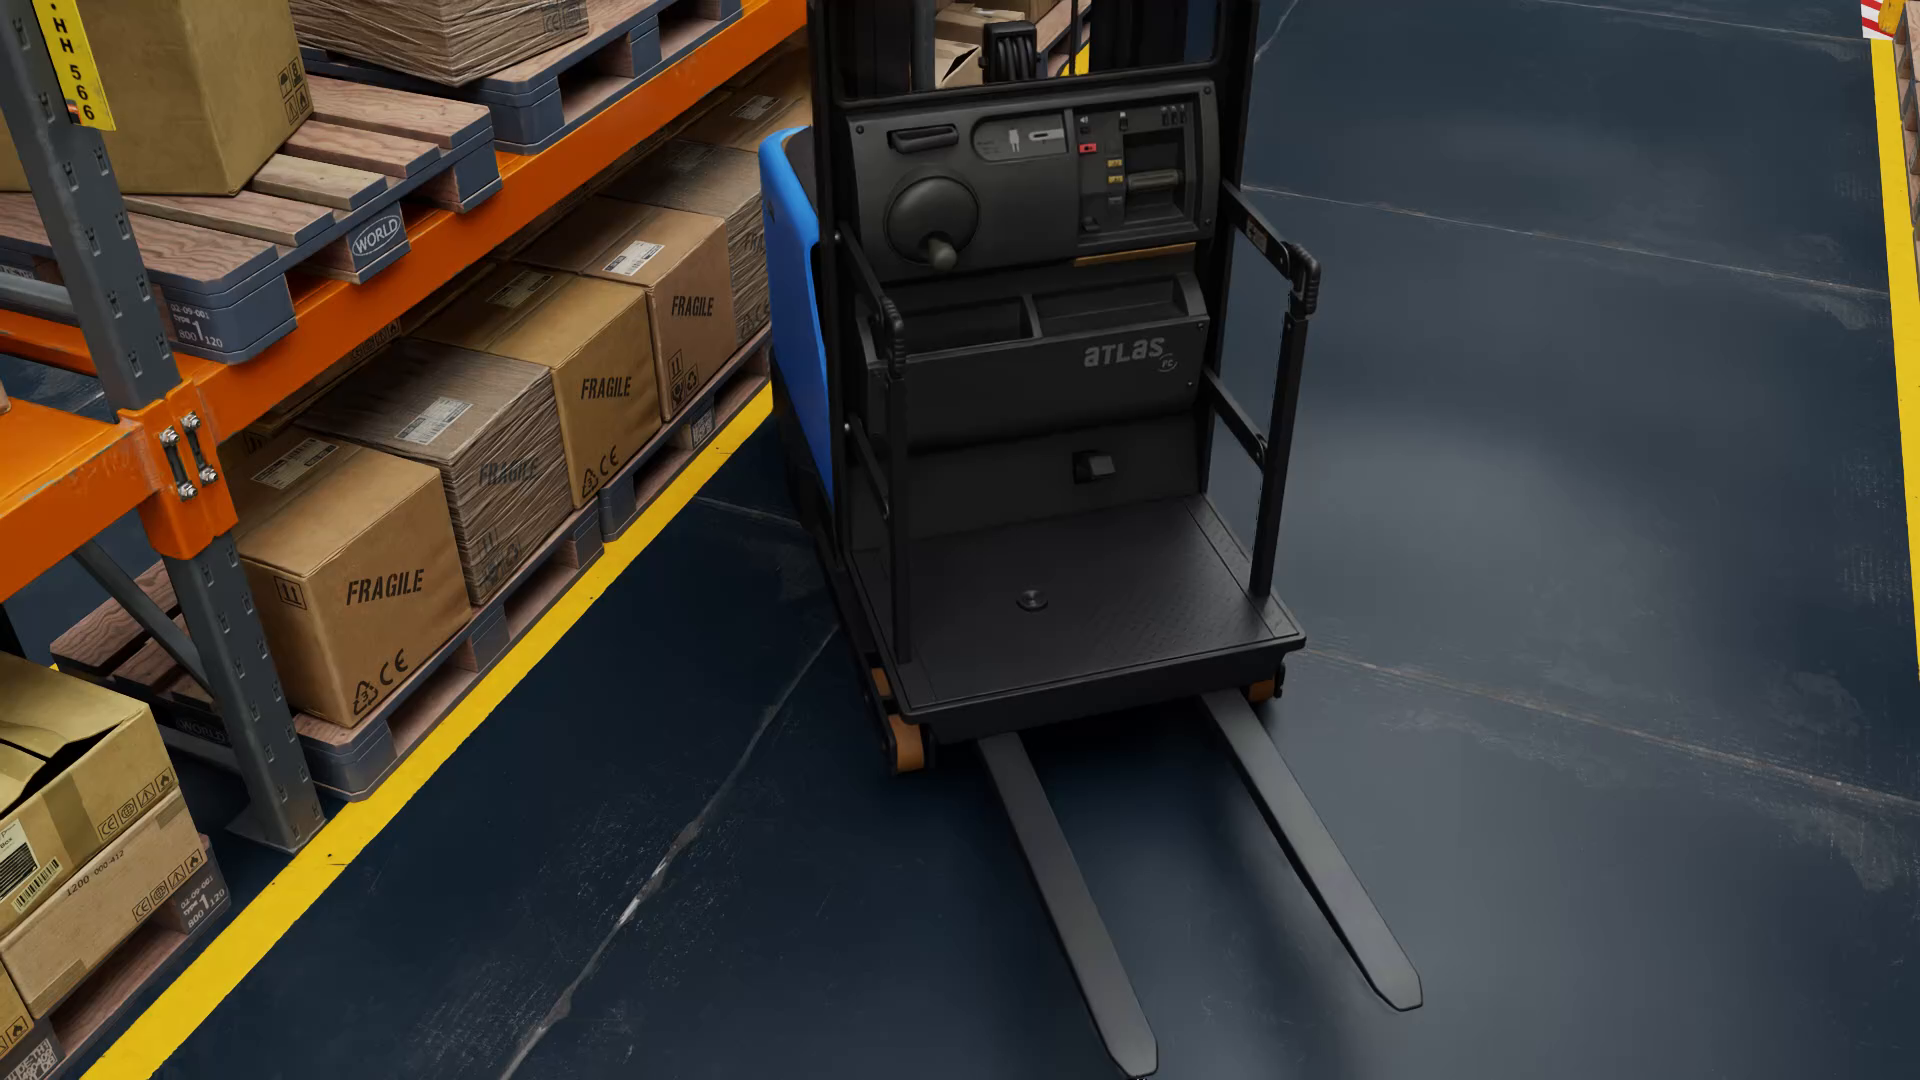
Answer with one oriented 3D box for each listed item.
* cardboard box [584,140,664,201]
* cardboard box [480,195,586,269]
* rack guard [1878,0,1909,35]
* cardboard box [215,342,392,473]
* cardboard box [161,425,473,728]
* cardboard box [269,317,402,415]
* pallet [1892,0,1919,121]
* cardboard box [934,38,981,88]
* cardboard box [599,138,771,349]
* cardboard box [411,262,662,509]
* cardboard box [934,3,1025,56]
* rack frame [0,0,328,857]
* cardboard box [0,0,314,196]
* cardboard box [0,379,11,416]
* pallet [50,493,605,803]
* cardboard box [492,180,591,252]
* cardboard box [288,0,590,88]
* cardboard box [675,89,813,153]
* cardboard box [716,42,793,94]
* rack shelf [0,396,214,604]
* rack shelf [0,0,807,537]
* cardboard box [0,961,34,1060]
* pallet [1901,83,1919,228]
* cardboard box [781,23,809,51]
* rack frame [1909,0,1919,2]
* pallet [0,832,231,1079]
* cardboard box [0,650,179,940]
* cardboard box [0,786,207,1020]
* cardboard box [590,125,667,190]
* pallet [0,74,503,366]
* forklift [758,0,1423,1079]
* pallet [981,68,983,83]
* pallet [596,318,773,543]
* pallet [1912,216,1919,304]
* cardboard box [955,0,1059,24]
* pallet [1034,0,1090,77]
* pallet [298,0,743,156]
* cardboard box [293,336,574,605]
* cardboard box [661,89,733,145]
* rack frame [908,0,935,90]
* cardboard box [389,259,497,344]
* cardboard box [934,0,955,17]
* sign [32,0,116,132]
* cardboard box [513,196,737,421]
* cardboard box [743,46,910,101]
[{"bbox_3d":[-1.388,-1.157,6.013,0.500,0.500,0.500,14,39,18],"label":"cardboard box"},{"bbox_3d":[-1.581,-0.877,5.638,0.500,0.500,0.500,12,39,16],"label":"cardboard box"},{"bbox_3d":[5.510,-2.866,8.667,1.175,0.500,0.348,14,39,18],"label":"rack guard"},{"bbox_3d":[-1.972,-0.299,4.864,0.500,0.500,0.500,15,39,20],"label":"cardboard box"},{"bbox_3d":[-1.673,0.086,4.350,0.500,0.500,0.500,15,39,20],"label":"cardboard box"},{"bbox_3d":[-1.954,-0.631,4.683,0.500,0.250,0.500,15,39,19],"label":"cardboard box"},{"bbox_3d":[5.163,-2.287,8.133,1.003,0.211,1.213,14,39,18],"label":"pallet"},{"bbox_3d":[-0.229,-2.049,7.365,0.500,0.311,0.500,14,39,18],"label":"cardboard box"},{"bbox_3d":[-0.898,-1.054,5.875,0.500,0.500,0.500,14,39,18],"label":"cardboard box"},{"bbox_3d":[-1.284,-0.482,5.110,0.500,0.500,0.500,13,39,17],"label":"cardboard box"},{"bbox_3d":[0.091,-2.473,8.052,0.380,0.166,0.250,14,39,18],"label":"cardboard box"},{"bbox_3d":[-2.111,-0.552,3.484,1.000,3.000,0.127,14,39,18],"label":"rack frame"},{"bbox_3d":[-1.975,-1.135,3.829,0.700,0.500,0.500,2,37,2],"label":"cardboard box"},{"bbox_3d":[-2.289,-0.325,3.254,0.500,0.311,0.500,16,40,21],"label":"cardboard box"},{"bbox_3d":[-1.791,0.160,4.860,1.003,0.211,1.213,14,39,18],"label":"pallet"},{"bbox_3d":[-1.569,-1.199,5.442,0.500,0.250,0.500,13,39,17],"label":"cardboard box"},{"bbox_3d":[-1.451,-1.598,4.448,0.700,0.500,0.500,21,42,26],"label":"cardboard box"},{"bbox_3d":[-0.707,-1.332,6.247,0.500,0.500,0.500,14,39,18],"label":"cardboard box"},{"bbox_3d":[-0.998,-1.730,6.779,0.500,0.500,0.500,12,38,16],"label":"cardboard box"},{"bbox_3d":[-2.872,0.843,2.217,1.077,0.370,4.000,14,39,18],"label":"rack shelf"},{"bbox_3d":[-1.350,-1.372,5.180,1.077,0.370,4.000,14,39,18],"label":"rack shelf"},{"bbox_3d":[-2.278,1.014,3.334,0.500,0.250,0.500,13,39,17],"label":"cardboard box"},{"bbox_3d":[4.697,-1.613,7.232,1.003,0.211,1.213,14,39,18],"label":"pallet"},{"bbox_3d":[-0.634,-2.322,7.572,0.500,0.500,0.500,14,39,18],"label":"cardboard box"},{"bbox_3d":[5.513,-3.851,7.897,1.000,3.000,0.127,14,39,18],"label":"rack frame"},{"bbox_3d":[-2.460,1.011,3.720,1.003,0.211,1.213,14,39,18],"label":"pallet"},{"bbox_3d":[-2.082,0.502,3.550,0.500,0.311,0.500,15,39,19],"label":"cardboard box"},{"bbox_3d":[-2.085,0.728,3.717,0.500,0.250,0.500,15,39,19],"label":"cardboard box"},{"bbox_3d":[-1.378,-1.476,5.814,0.500,0.250,0.500,14,39,18],"label":"cardboard box"},{"bbox_3d":[-1.918,-0.867,4.064,1.213,0.211,1.003,14,39,18],"label":"pallet"},{"bbox_3d":[0.254,-0.820,3.898,1.130,2.935,3.031,-10,38,-13],"label":"forklift"},{"bbox_3d":[-0.326,-2.030,7.790,1.003,0.211,1.213,14,39,18],"label":"pallet"},{"bbox_3d":[-1.326,-0.513,5.760,1.003,0.211,1.213,14,39,18],"label":"pallet"},{"bbox_3d":[4.235,-0.936,6.325,1.003,0.211,1.213,14,39,18],"label":"pallet"},{"bbox_3d":[0.122,-2.985,8.455,0.797,0.503,0.637,14,39,18],"label":"cardboard box"},{"bbox_3d":[0.136,-2.708,8.697,1.003,0.211,1.213,14,39,18],"label":"pallet"},{"bbox_3d":[-1.375,-1.553,4.983,1.003,0.211,1.213,14,39,18],"label":"pallet"},{"bbox_3d":[-1.479,-0.205,4.740,0.500,0.500,0.500,12,39,16],"label":"cardboard box"},{"bbox_3d":[-1.191,-1.432,6.381,0.500,0.500,0.500,14,39,18],"label":"cardboard box"},{"bbox_3d":[-0.589,-2.767,6.446,1.000,3.000,0.127,14,39,18],"label":"rack frame"},{"bbox_3d":[-1.775,-0.585,5.248,0.500,0.500,0.500,12,39,16],"label":"cardboard box"},{"bbox_3d":[-0.349,-2.662,8.184,0.500,0.311,0.500,14,39,18],"label":"cardboard box"},{"bbox_3d":[-1.596,-0.891,2.970,0.100,0.325,0.005,14,39,18],"label":"sign"},{"bbox_3d":[-1.090,-0.772,5.498,0.500,0.500,0.500,13,39,16],"label":"cardboard box"},{"bbox_3d":[-0.511,-1.603,6.610,0.500,0.500,0.500,14,39,17],"label":"cardboard box"}]
